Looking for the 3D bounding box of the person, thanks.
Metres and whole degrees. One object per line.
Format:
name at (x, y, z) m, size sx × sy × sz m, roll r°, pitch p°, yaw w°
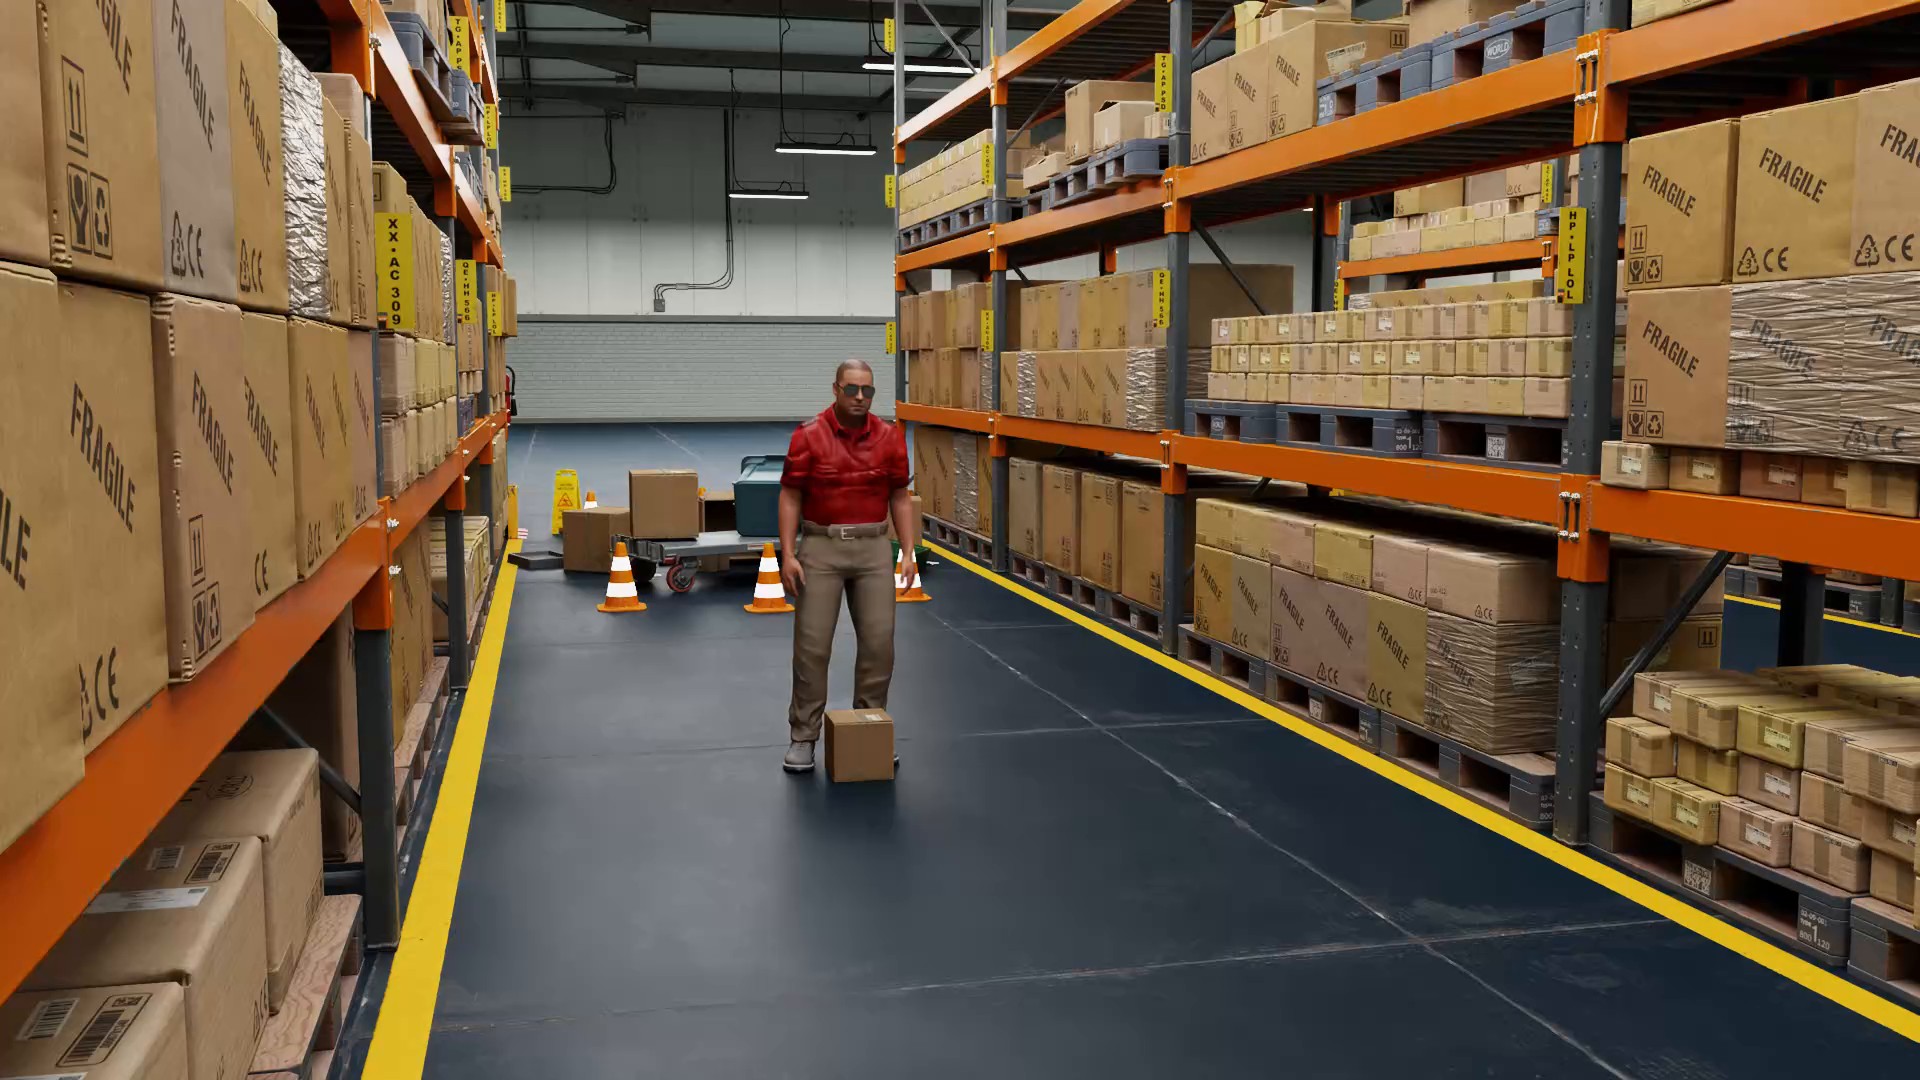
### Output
person at (-0.484, 0.094, 7.118) m, size 0.603 × 1.728 × 0.380 m, roll -2°, pitch 6°, yaw -16°
